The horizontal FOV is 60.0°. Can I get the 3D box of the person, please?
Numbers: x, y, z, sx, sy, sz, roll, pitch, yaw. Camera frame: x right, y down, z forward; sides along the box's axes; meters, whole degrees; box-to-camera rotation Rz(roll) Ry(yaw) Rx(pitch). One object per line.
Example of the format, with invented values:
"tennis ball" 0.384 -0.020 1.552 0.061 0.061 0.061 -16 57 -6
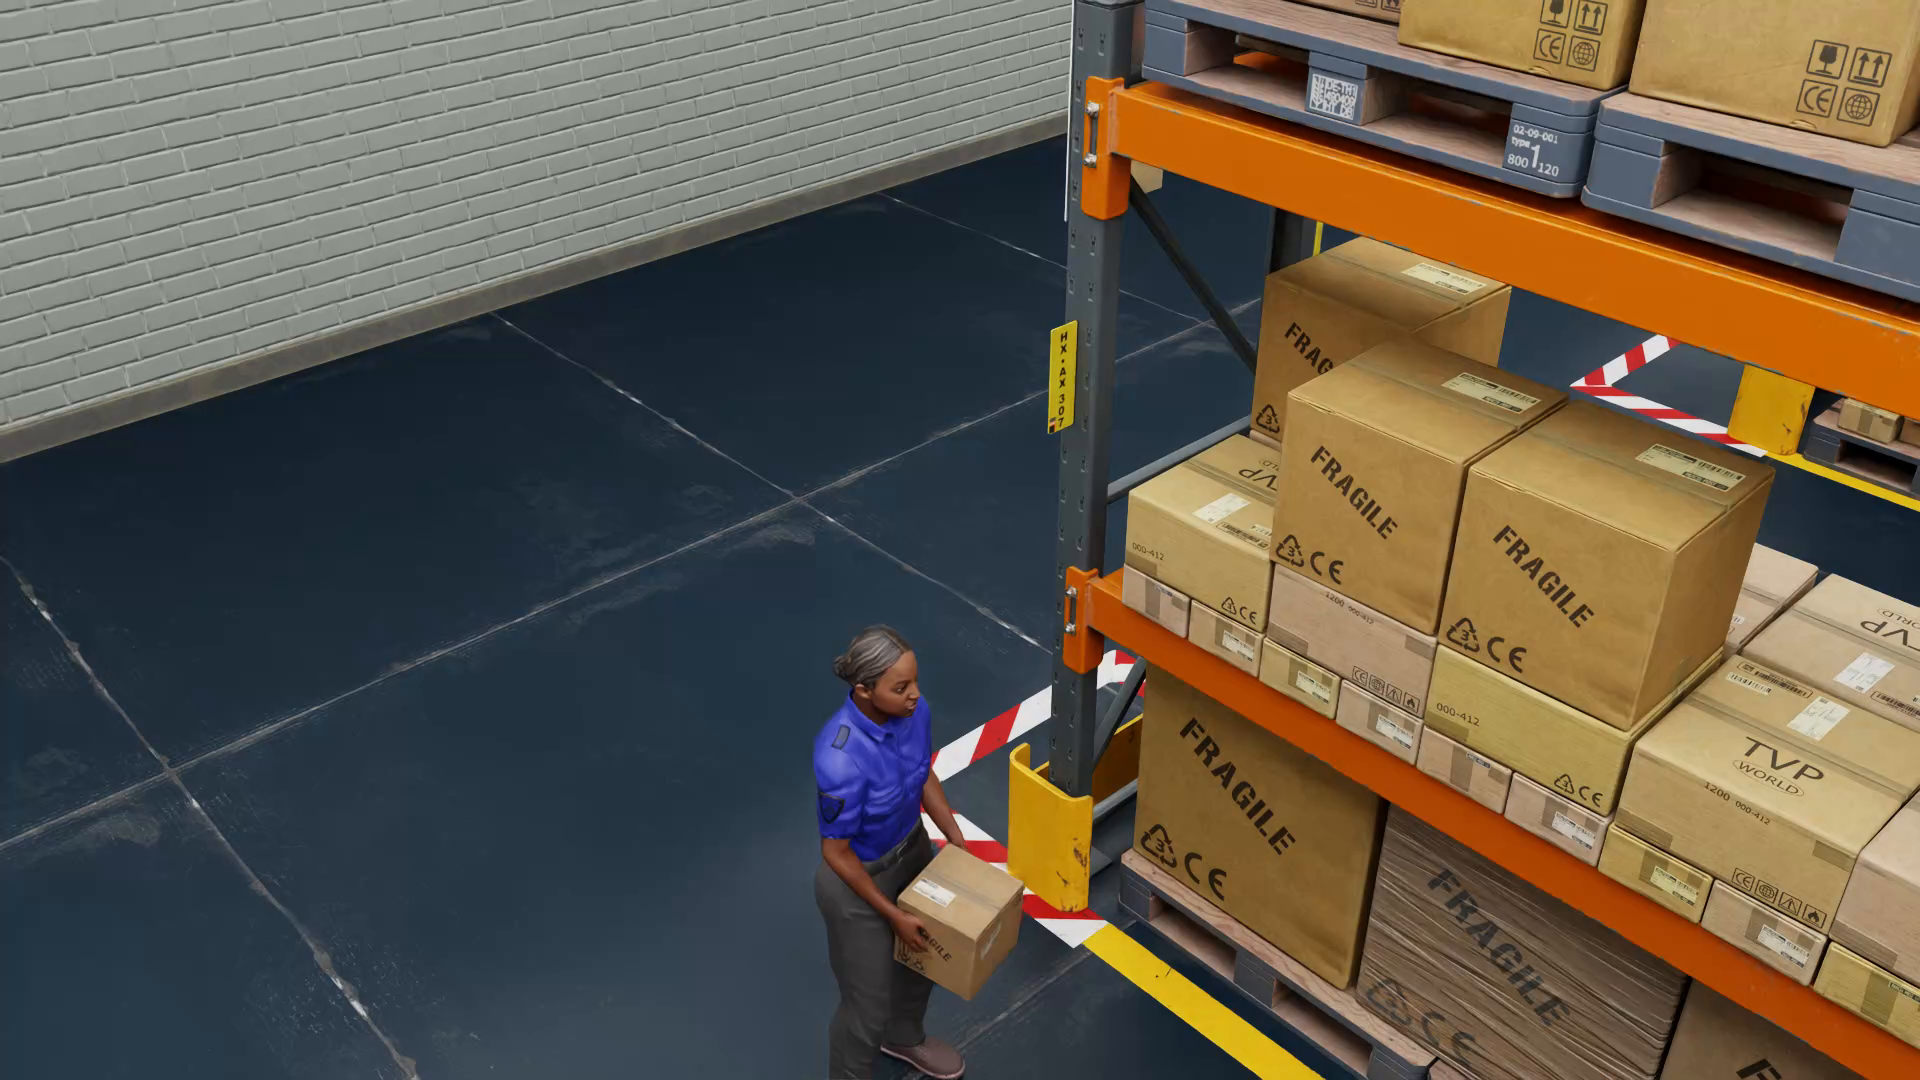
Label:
"person" -0.178 0.949 4.610 0.405 1.663 0.479 19 36 27
